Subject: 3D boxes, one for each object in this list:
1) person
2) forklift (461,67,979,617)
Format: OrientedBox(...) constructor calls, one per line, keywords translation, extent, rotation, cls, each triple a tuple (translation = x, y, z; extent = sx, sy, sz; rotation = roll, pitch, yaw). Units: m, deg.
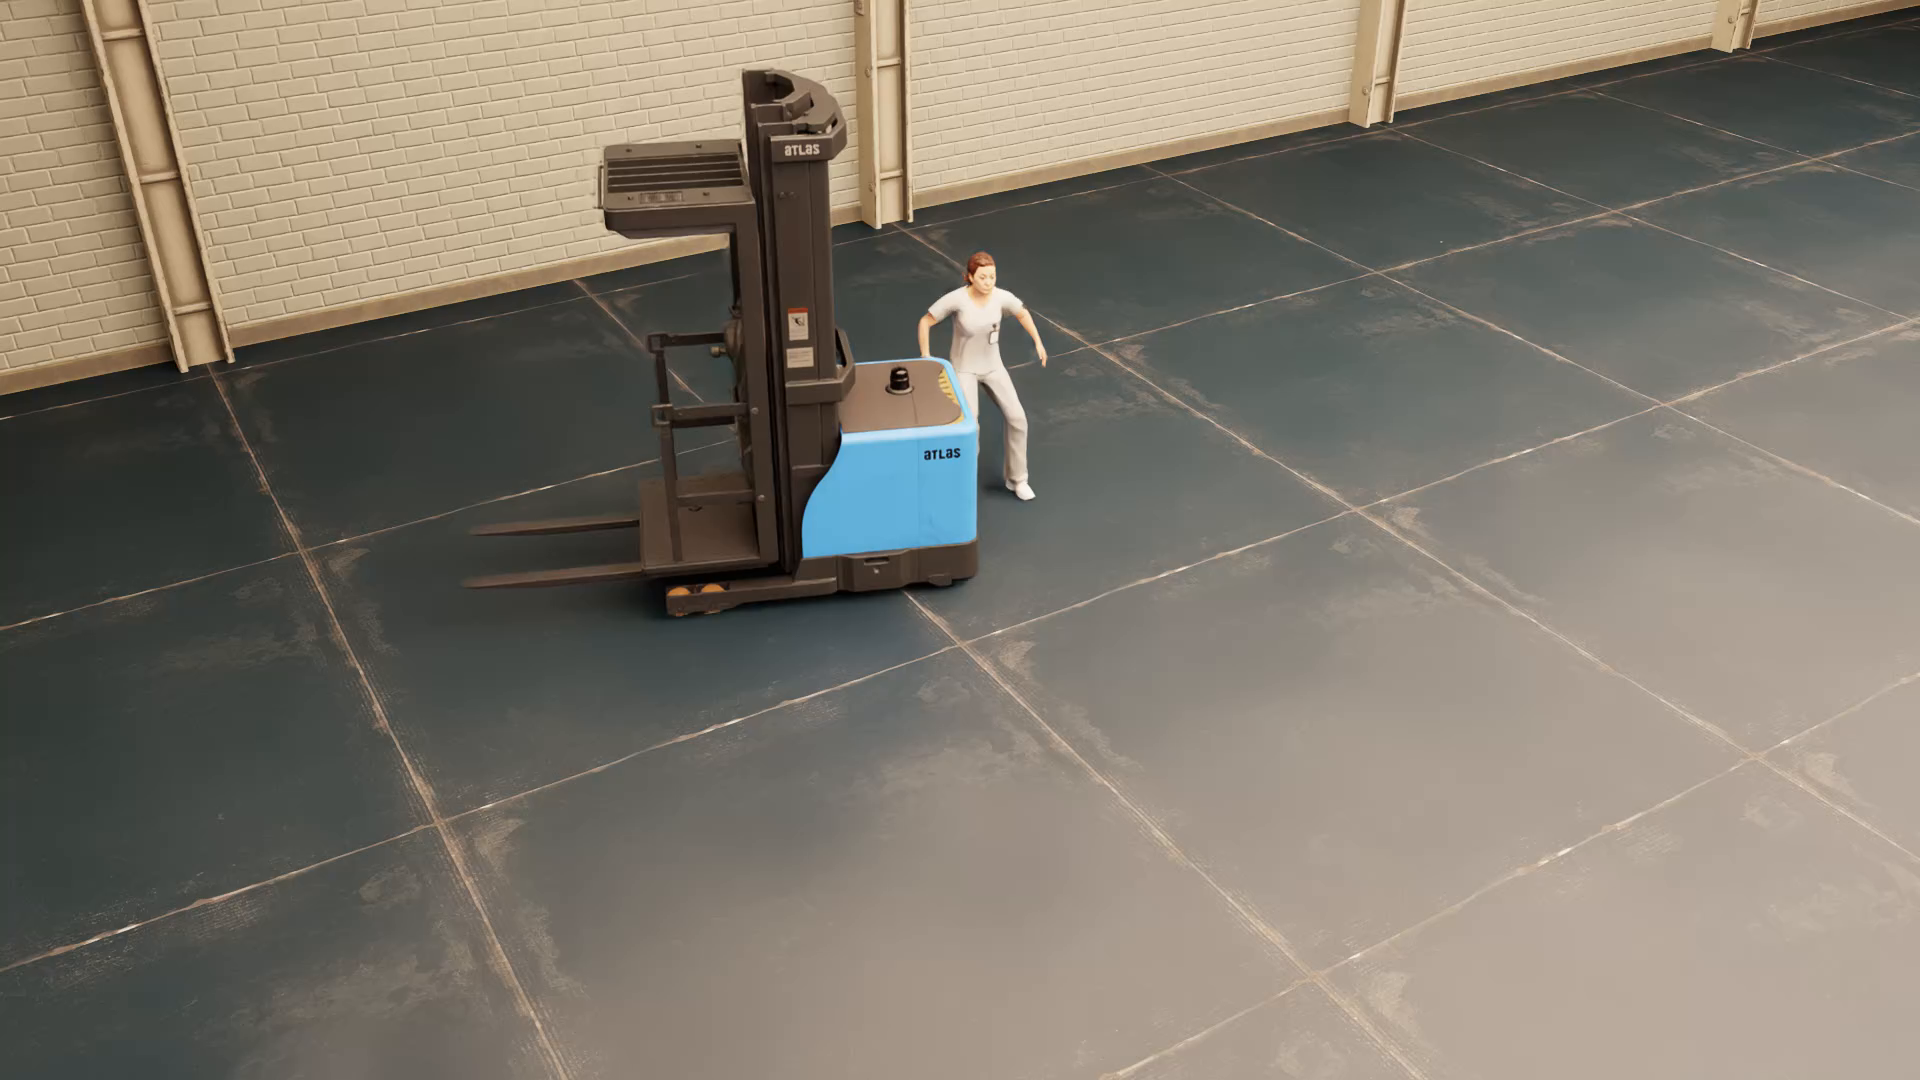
OrientedBox(translation=(0.175, -1.040, 10.710), extent=(0.851, 1.598, 0.629), rotation=(-8, 32, -13), cls="person")
OrientedBox(translation=(-1.455, -1.103, 9.488), extent=(3.031, 2.935, 1.130), rotation=(-5, 31, -9), cls="forklift")
